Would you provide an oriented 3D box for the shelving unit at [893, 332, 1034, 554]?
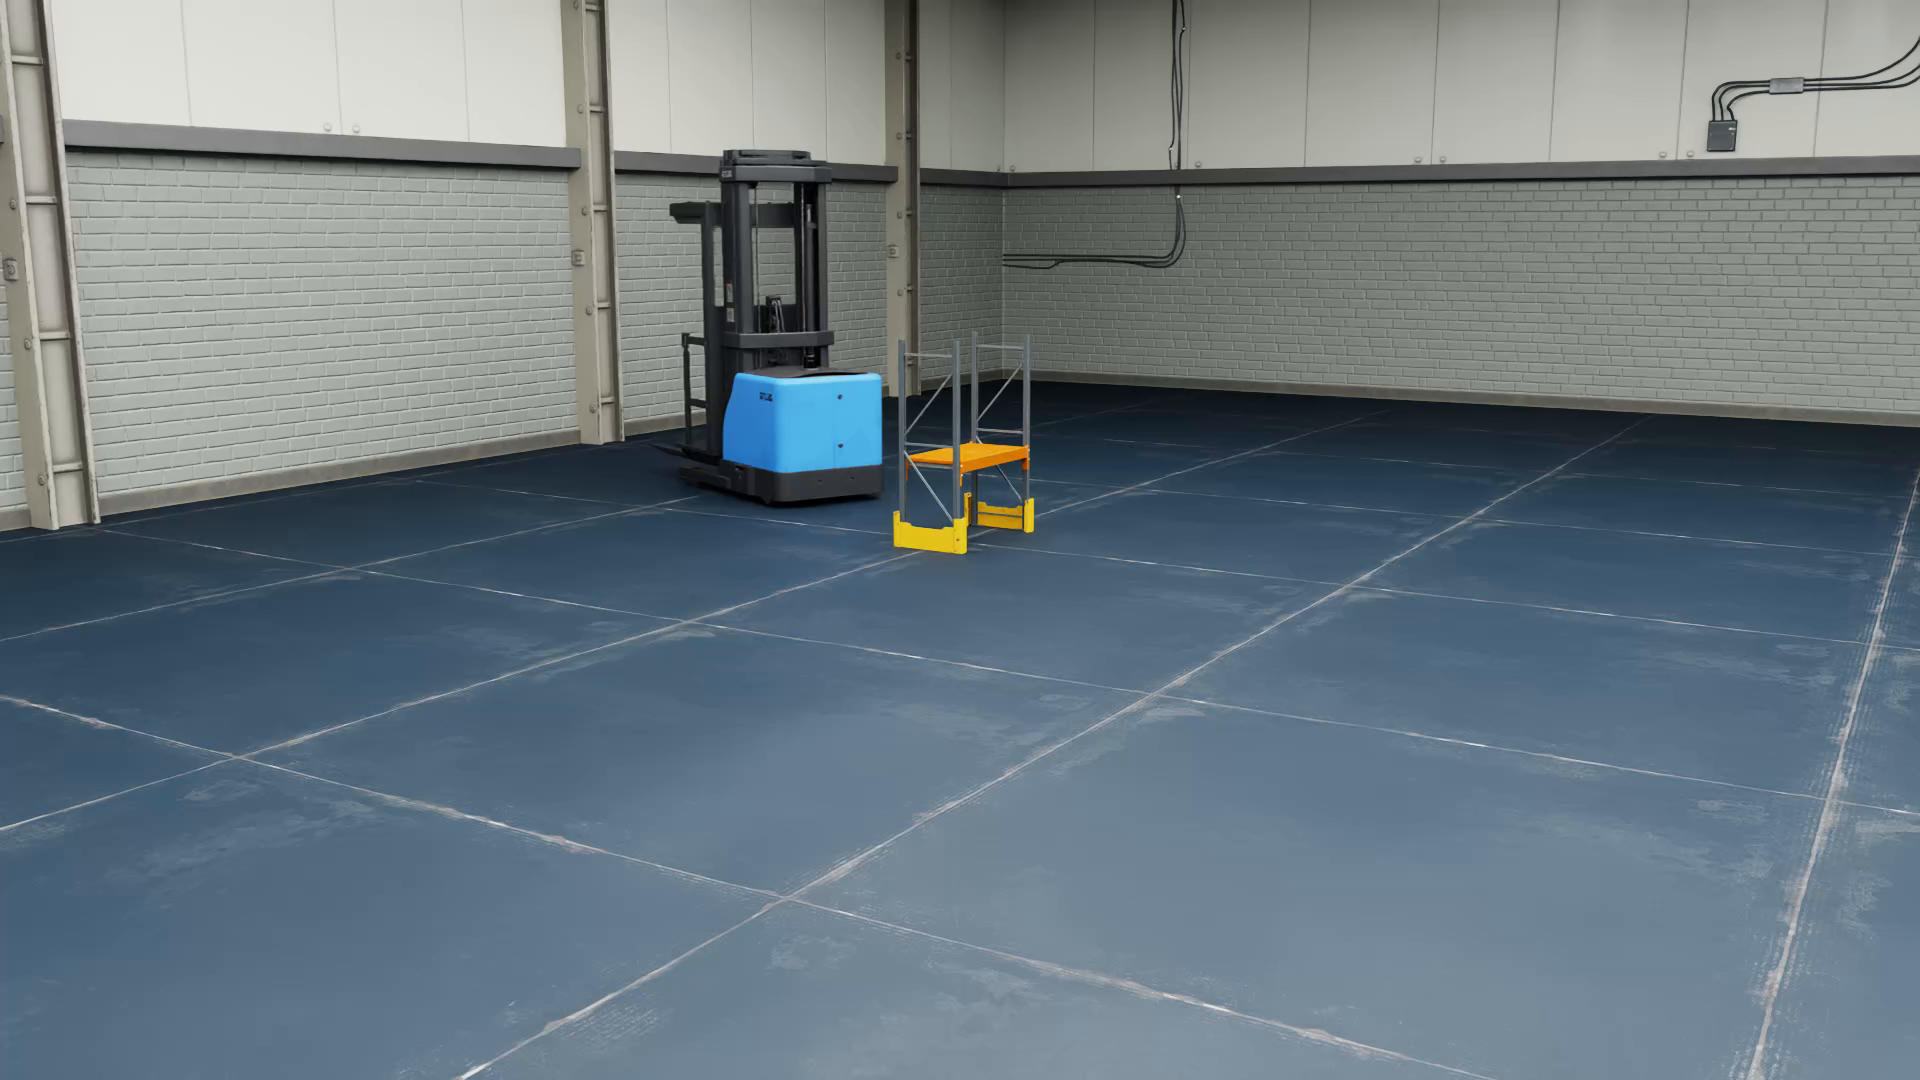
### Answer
[{"bbox_3d":[0.040,-0.749,12.295,0.587,1.500,1.083,6,12,31],"label":"shelving unit"}]

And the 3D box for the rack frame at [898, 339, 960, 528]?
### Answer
[{"bbox_3d":[-0.220,-0.671,11.875,0.500,1.500,0.032,6,12,31],"label":"rack frame"}]

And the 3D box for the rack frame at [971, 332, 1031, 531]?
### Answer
[{"bbox_3d":[0.308,-0.831,12.729,0.500,1.500,0.032,6,12,31],"label":"rack frame"}]

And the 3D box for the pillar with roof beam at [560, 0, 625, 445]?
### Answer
[{"bbox_3d":[-0.211,-5.078,15.040,9.100,9.000,0.400,6,12,31],"label":"pillar with roof beam"}]

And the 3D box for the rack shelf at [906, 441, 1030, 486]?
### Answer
[{"bbox_3d":[0.044,-0.574,12.335,0.538,0.185,1.000,6,12,31],"label":"rack shelf"}]

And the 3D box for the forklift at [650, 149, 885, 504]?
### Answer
[{"bbox_3d":[-1.889,-1.960,14.874,1.130,2.935,3.031,-7,13,-34],"label":"forklift"}]

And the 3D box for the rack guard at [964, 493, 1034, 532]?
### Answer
[{"bbox_3d":[0.298,-0.213,12.828,0.587,0.250,0.087,6,12,31],"label":"rack guard"}]

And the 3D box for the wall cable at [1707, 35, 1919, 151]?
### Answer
[{"bbox_3d":[9.990,-7.532,18.907,2.305,6.003,0.169,6,12,31],"label":"wall cable"}]

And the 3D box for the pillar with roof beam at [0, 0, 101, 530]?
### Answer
[{"bbox_3d":[-3.326,-4.135,10.000,9.100,9.000,0.400,6,12,31],"label":"pillar with roof beam"}]

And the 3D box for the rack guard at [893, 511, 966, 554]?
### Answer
[{"bbox_3d":[-0.219,-0.057,11.991,0.587,0.250,0.087,6,12,31],"label":"rack guard"}]

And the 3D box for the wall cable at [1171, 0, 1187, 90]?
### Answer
[{"bbox_3d":[4.197,-7.468,22.518,3.097,2.526,0.112,6,12,31],"label":"wall cable"}]

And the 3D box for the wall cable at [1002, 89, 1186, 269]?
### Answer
[{"bbox_3d":[1.885,-5.244,24.363,3.097,2.526,0.112,6,12,31],"label":"wall cable"}]

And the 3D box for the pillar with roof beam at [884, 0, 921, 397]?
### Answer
[{"bbox_3d":[2.904,-6.022,20.081,9.100,9.000,0.400,6,12,31],"label":"pillar with roof beam"}]
